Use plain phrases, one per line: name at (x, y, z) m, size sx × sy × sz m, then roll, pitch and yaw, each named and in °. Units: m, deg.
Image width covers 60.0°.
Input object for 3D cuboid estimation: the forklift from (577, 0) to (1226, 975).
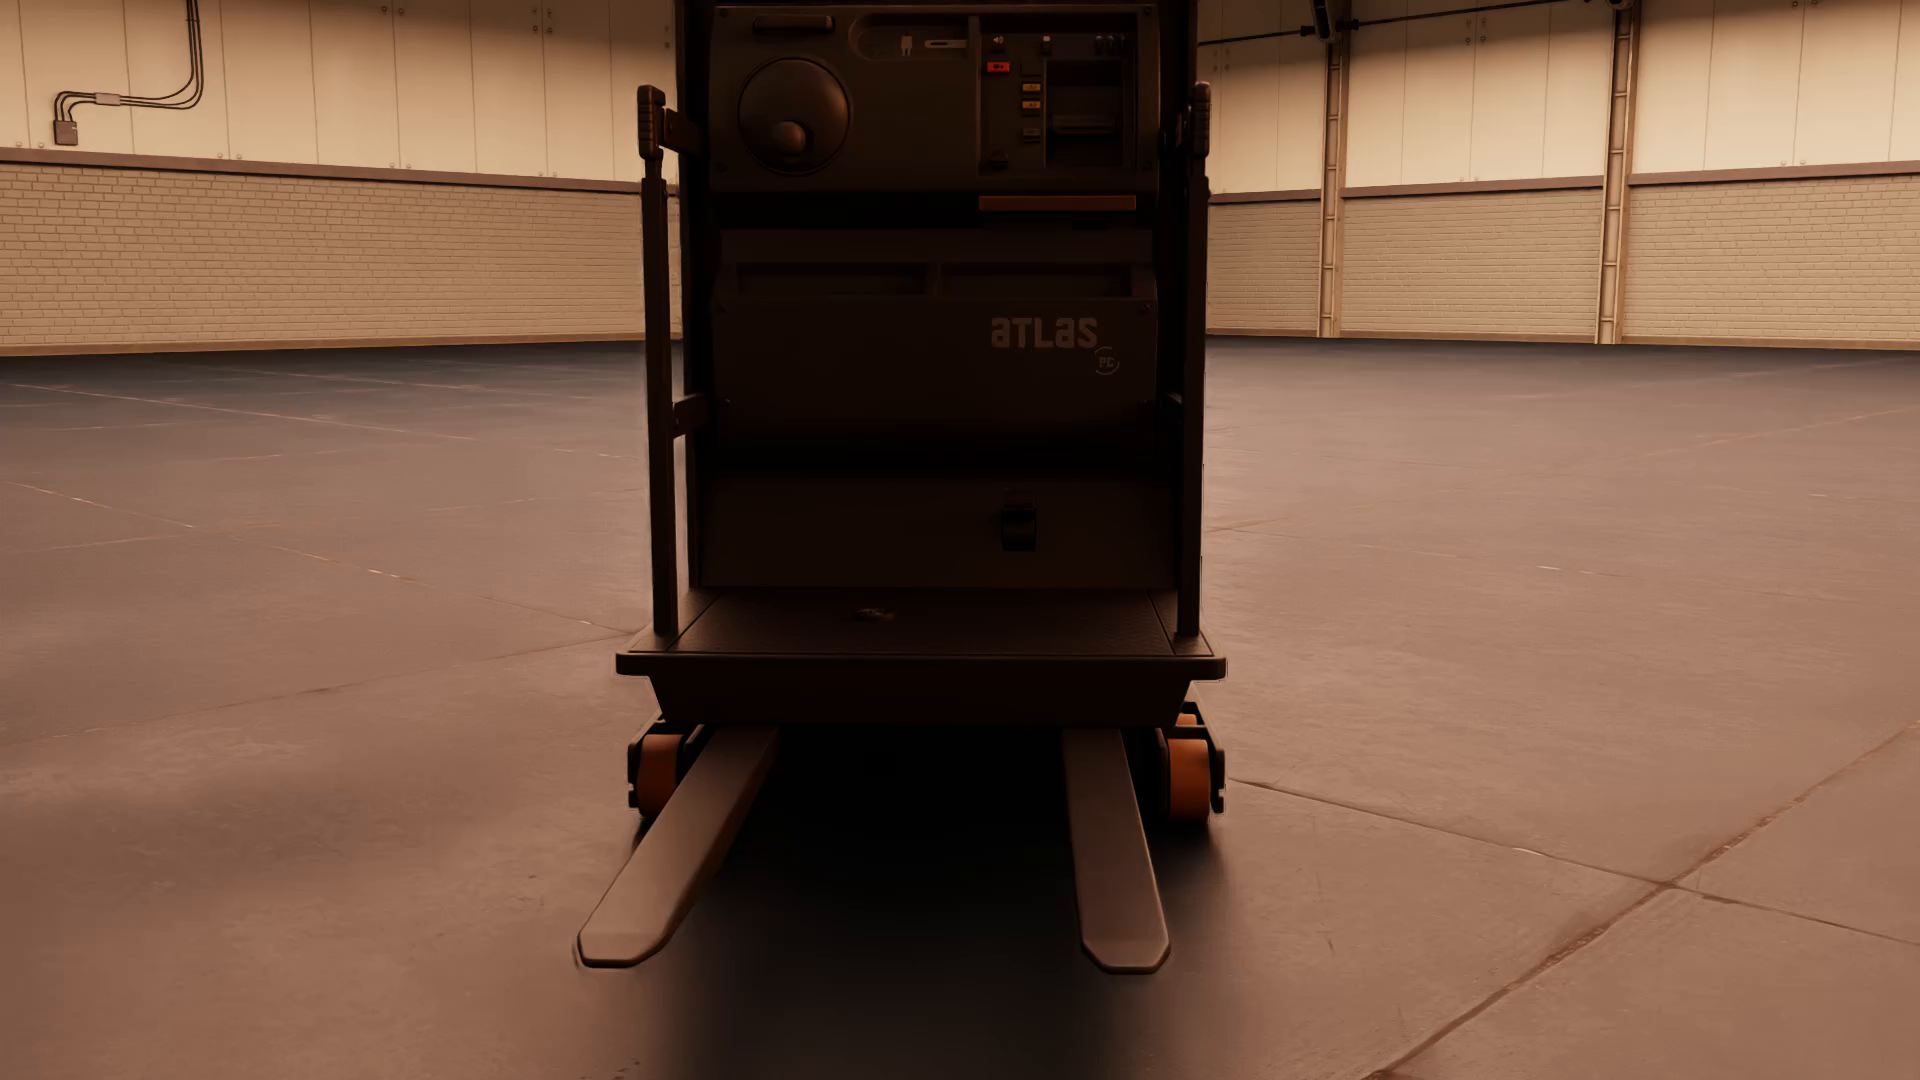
forklift at (-0.058, -0.959, 3.243) m, size 1.130 × 2.935 × 3.031 m, roll 0°, pitch 9°, yaw 2°
